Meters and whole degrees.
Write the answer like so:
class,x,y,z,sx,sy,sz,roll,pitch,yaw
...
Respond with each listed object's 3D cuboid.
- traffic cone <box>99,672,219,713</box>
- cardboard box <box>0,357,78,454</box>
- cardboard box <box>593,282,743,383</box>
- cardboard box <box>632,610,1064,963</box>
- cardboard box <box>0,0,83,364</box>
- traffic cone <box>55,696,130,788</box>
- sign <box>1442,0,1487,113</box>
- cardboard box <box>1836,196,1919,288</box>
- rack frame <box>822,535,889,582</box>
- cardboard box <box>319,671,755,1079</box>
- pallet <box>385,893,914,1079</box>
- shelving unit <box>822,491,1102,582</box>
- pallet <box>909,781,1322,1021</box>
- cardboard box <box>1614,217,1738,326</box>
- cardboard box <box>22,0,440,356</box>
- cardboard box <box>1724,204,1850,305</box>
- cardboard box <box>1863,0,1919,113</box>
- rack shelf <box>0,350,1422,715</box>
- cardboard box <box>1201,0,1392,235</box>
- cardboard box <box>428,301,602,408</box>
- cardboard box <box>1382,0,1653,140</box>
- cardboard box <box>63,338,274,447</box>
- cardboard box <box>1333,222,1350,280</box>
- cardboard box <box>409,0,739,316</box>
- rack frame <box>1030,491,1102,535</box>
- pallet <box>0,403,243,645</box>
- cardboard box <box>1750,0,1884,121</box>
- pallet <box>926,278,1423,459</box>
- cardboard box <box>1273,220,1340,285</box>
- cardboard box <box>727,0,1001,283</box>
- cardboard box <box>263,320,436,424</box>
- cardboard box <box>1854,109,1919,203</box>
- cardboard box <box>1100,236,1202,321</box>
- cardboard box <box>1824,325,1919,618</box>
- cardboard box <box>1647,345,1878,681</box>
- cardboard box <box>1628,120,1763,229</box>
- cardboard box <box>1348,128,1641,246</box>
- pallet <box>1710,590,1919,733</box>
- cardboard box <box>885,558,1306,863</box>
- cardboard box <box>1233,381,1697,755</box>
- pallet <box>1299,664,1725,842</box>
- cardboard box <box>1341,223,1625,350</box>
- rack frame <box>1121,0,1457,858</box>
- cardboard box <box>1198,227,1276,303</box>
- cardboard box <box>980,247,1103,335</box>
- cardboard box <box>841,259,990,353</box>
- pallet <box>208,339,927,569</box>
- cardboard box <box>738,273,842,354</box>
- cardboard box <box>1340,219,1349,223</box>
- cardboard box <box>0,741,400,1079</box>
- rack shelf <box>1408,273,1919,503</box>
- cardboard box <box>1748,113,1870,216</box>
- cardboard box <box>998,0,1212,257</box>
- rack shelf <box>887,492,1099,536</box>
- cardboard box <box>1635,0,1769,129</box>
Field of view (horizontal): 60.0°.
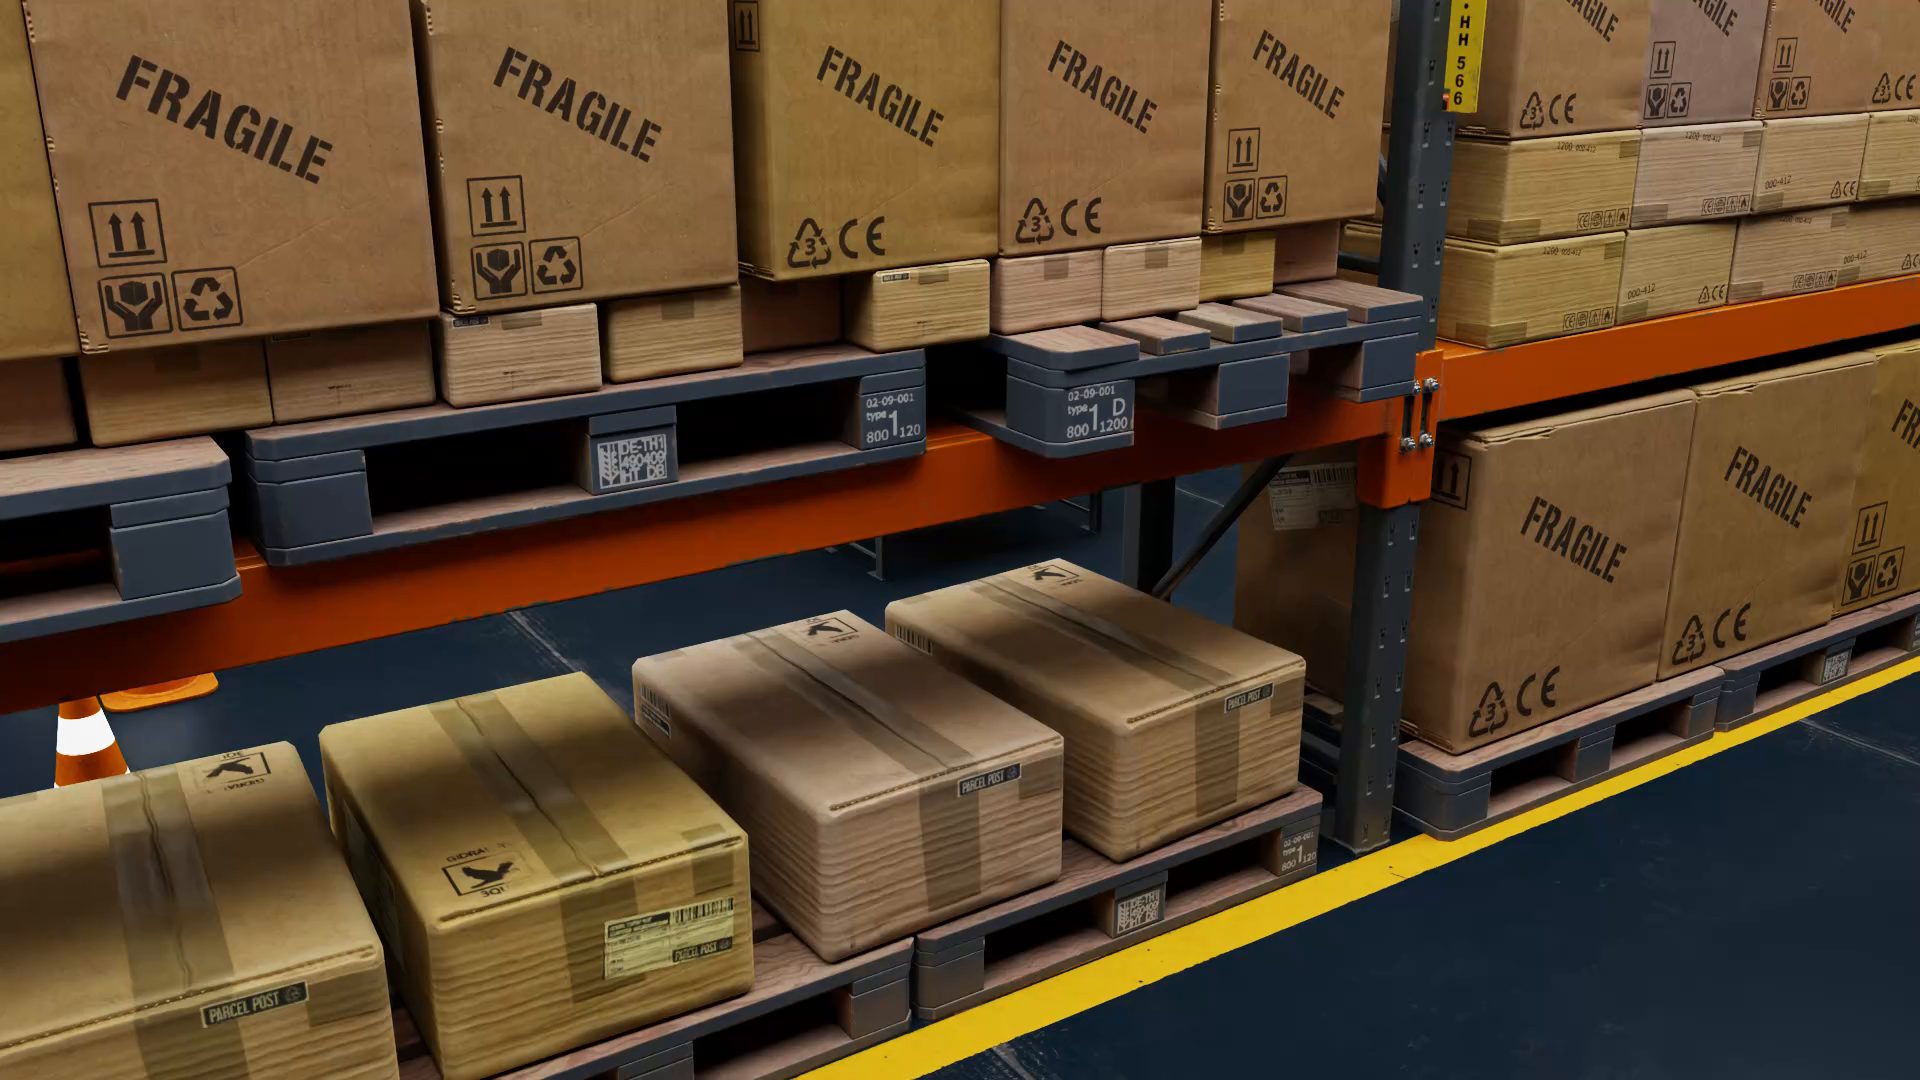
class,x,y,z,sx,sy,sz,roll,pitch,yaw
traffic cone,-2.579,0.254,5.271,0.334,0.463,0.336,-12,22,-31
cardboard box,-1.494,-0.241,2.511,0.250,0.149,0.380,-10,21,-28
cardboard box,-0.591,-0.406,2.999,0.250,0.149,0.380,-13,22,-33
cardboard box,-0.286,0.534,3.929,0.625,0.372,0.950,-12,22,-32
cardboard box,-1.570,-0.518,2.317,0.500,0.500,0.500,-12,22,-31
traffic cone,-2.272,0.572,4.329,0.334,0.463,0.336,-12,22,-31
sign,1.110,-1.109,3.656,0.005,0.325,0.100,-12,22,-31
cardboard box,2.621,-0.963,5.143,0.500,0.250,0.500,-12,22,-31
rack frame,-0.419,-0.445,6.303,0.032,1.125,0.500,-12,22,-31
cardboard box,-0.922,0.666,3.539,0.625,0.372,0.950,-11,22,-30
pallet,-0.868,0.931,3.662,1.213,0.211,1.003,-12,22,-31
shelving unit,0.006,-0.534,6.568,1.048,1.125,0.538,-12,22,-31
pallet,0.150,0.717,4.294,1.213,0.211,1.003,-12,22,-31
cardboard box,1.770,-0.784,4.615,0.500,0.250,0.500,-13,22,-33
cardboard box,-1.150,-0.601,2.564,0.500,0.500,0.500,-12,22,-32
cardboard box,2.211,-0.875,4.883,0.500,0.250,0.500,-11,22,-30
cardboard box,2.623,-1.548,4.924,0.500,0.500,0.500,-12,22,-31
rack shelf,-0.867,-0.048,3.326,4.000,0.370,1.077,-12,22,-31
cardboard box,0.577,-0.974,3.665,0.500,0.500,0.500,-13,22,-33
cardboard box,-0.798,-0.351,2.837,0.250,0.149,0.380,-11,22,-29
cardboard box,1.350,-1.284,4.140,0.500,0.500,0.500,-13,22,-33
cardboard box,-1.256,-0.275,2.612,0.250,0.149,0.380,-12,22,-31
cardboard box,1.083,-0.829,4.746,0.500,0.250,0.500,-13,23,-33
cardboard box,-0.726,-0.695,2.840,0.500,0.500,0.500,-13,23,-34
rack frame,0.430,-0.624,6.833,0.032,1.125,0.500,-12,22,-31
pallet,-1.819,-0.041,2.483,1.213,0.211,1.003,-12,22,-31
cardboard box,2.199,-1.460,4.664,0.500,0.500,0.500,-11,22,-30
pallet,0.267,-0.496,3.828,1.003,0.211,1.213,-12,22,-31
cardboard box,0.659,-0.700,3.869,0.250,0.149,0.380,-11,22,-29
cardboard box,-0.270,-0.791,3.123,0.500,0.500,0.500,-14,23,-35
cardboard box,-1.049,-0.318,2.740,0.250,0.149,0.380,-12,22,-31
cardboard box,2.649,-1.191,5.038,0.500,0.250,0.500,-11,22,-30
cardboard box,0.289,-0.577,3.506,0.250,0.149,0.380,-12,22,-32
cardboard box,2.920,-0.346,5.747,0.875,0.875,0.875,-11,22,-30
cardboard box,2.173,-0.189,5.282,0.875,0.875,0.875,-12,22,-31
cardboard box,1.795,-1.021,4.534,0.500,0.250,0.500,-11,22,-30
cardboard box,1.362,-0.930,4.266,0.500,0.250,0.500,-12,22,-32
pallet,2.521,0.248,5.683,1.213,0.211,1.003,-12,22,-31
cardboard box,0.326,0.402,4.320,0.625,0.372,0.950,-14,23,-35
cardboard box,1.426,-0.033,4.820,0.875,0.875,0.875,-12,22,-32
pallet,1.503,0.461,5.051,1.213,0.211,1.003,-12,22,-31
cardboard box,1.351,-0.689,4.333,0.500,0.250,0.500,-12,22,-32
rack frame,0.803,-0.741,4.253,0.127,3.000,1.000,-12,22,-31
cardboard box,0.475,-0.634,3.672,0.250,0.149,0.380,-12,22,-31
cardboard box,0.075,-0.535,3.381,0.250,0.149,0.380,-13,23,-34
cardboard box,-0.148,-0.483,3.226,0.250,0.149,0.380,-11,22,-30
pallet,-0.827,-0.291,3.220,1.213,0.211,1.003,-12,22,-31
cardboard box,-0.427,-0.472,3.195,0.250,0.149,0.380,-12,22,-31
cardboard box,1.068,-1.060,4.650,0.500,0.250,0.500,-12,22,-32
cardboard box,-1.502,0.789,3.175,0.625,0.372,0.950,-10,21,-28
rack shelf,2.474,-0.753,5.410,4.000,0.370,1.077,-12,22,-31
cardboard box,2.218,-1.105,4.784,0.500,0.250,0.500,-12,22,-32
cardboard box,0.151,-0.880,3.387,0.500,0.500,0.500,-12,22,-32
rack shelf,0.006,-0.302,6.646,1.000,0.278,0.538,-12,22,-31
cardboard box,1.759,-1.373,4.407,0.500,0.500,0.500,-12,22,-31
